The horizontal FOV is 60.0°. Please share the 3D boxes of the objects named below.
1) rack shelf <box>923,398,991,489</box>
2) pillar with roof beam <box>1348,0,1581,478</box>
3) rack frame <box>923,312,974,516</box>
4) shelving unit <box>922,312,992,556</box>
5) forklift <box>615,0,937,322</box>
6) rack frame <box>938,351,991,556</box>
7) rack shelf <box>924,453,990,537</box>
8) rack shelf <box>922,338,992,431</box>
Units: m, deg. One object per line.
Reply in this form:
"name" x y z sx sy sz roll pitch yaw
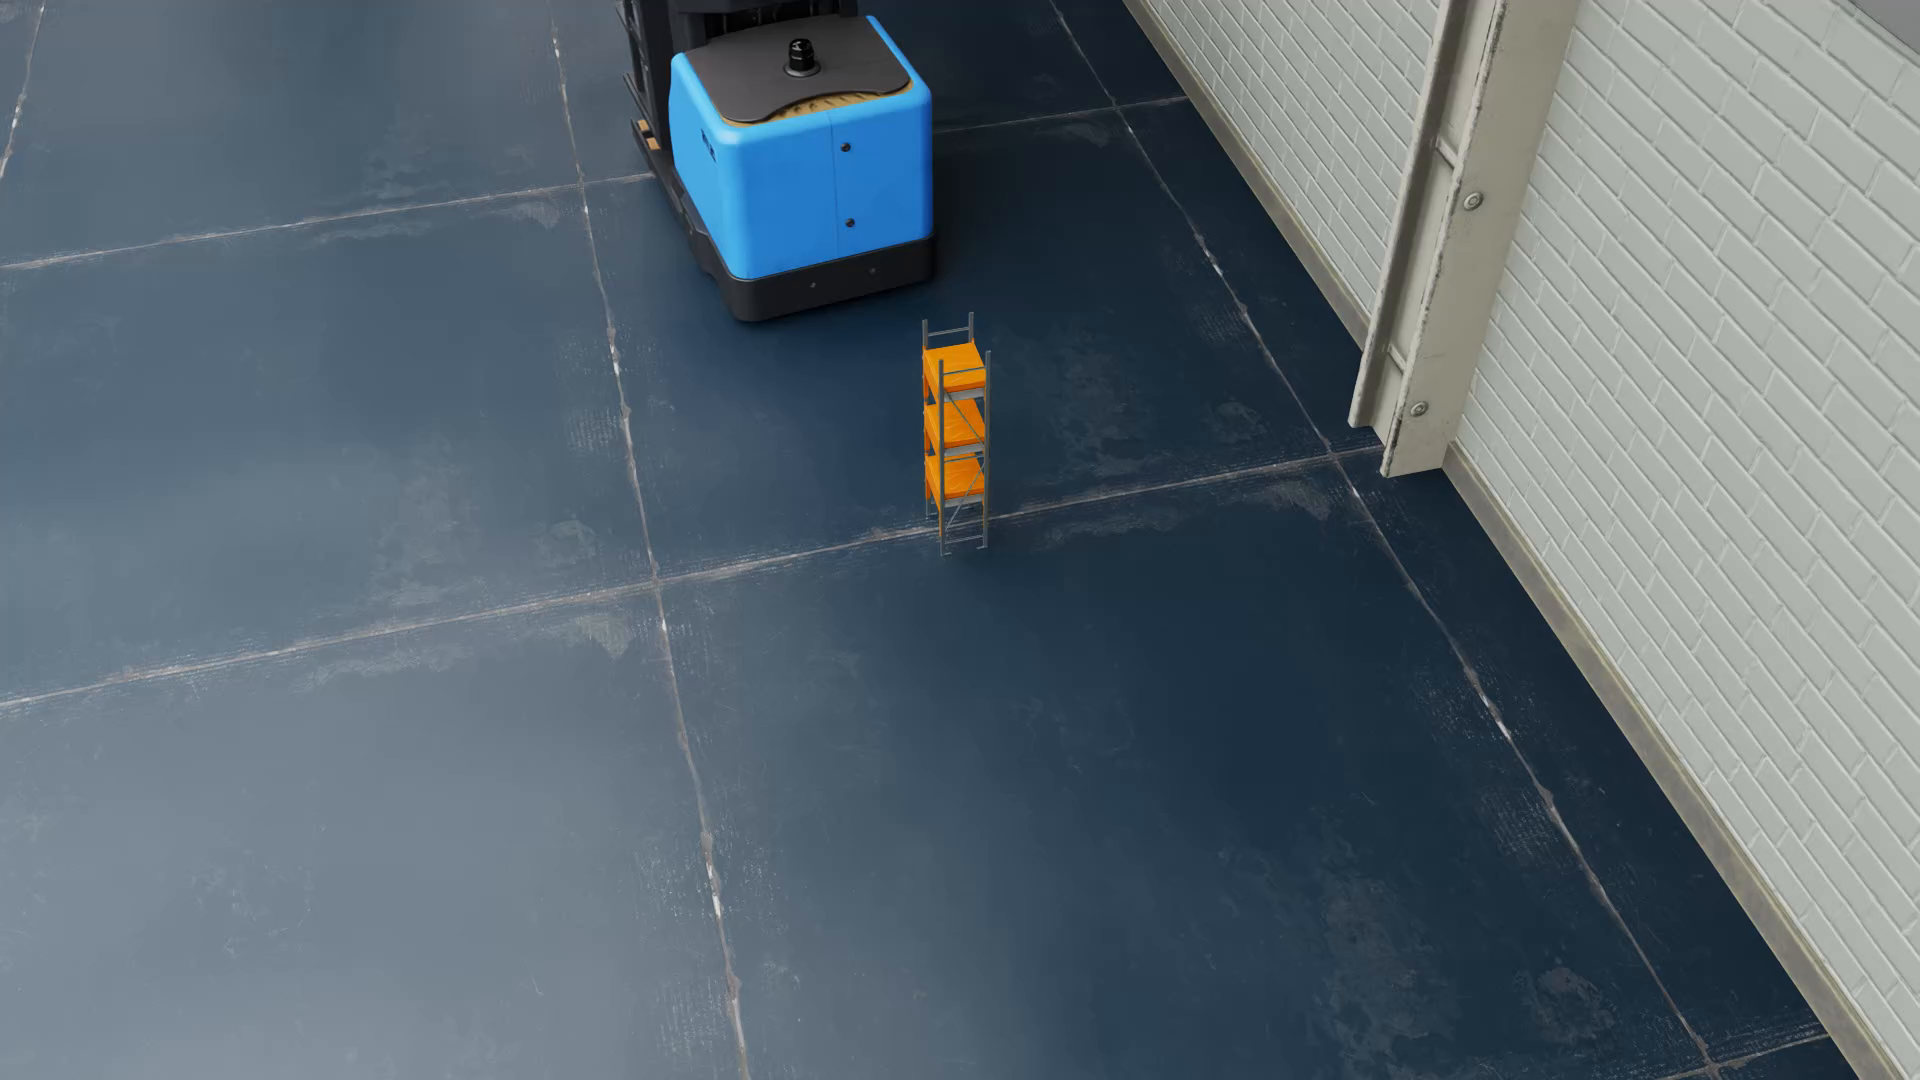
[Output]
"rack shelf" -0.014 -0.397 6.670 0.215 0.259 0.240 -11 47 -10
"pillar with roof beam" -2.208 -2.798 3.443 9.100 9.000 0.400 -11 47 -10
"rack frame" -0.045 -0.489 6.745 0.200 1.050 0.008 -11 47 -10
"shelving unit" -0.014 -0.404 6.662 0.215 1.050 0.252 -11 47 -10
"forklift" -1.141 -3.133 8.019 1.130 2.935 3.031 -16 48 -15
"rack frame" 0.017 -0.320 6.579 0.200 1.050 0.008 -11 47 -10
"rack shelf" -0.014 -0.202 6.868 0.215 0.259 0.240 -11 47 -10
"rack shelf" -0.014 -0.596 6.467 0.215 0.259 0.240 -11 47 -10
